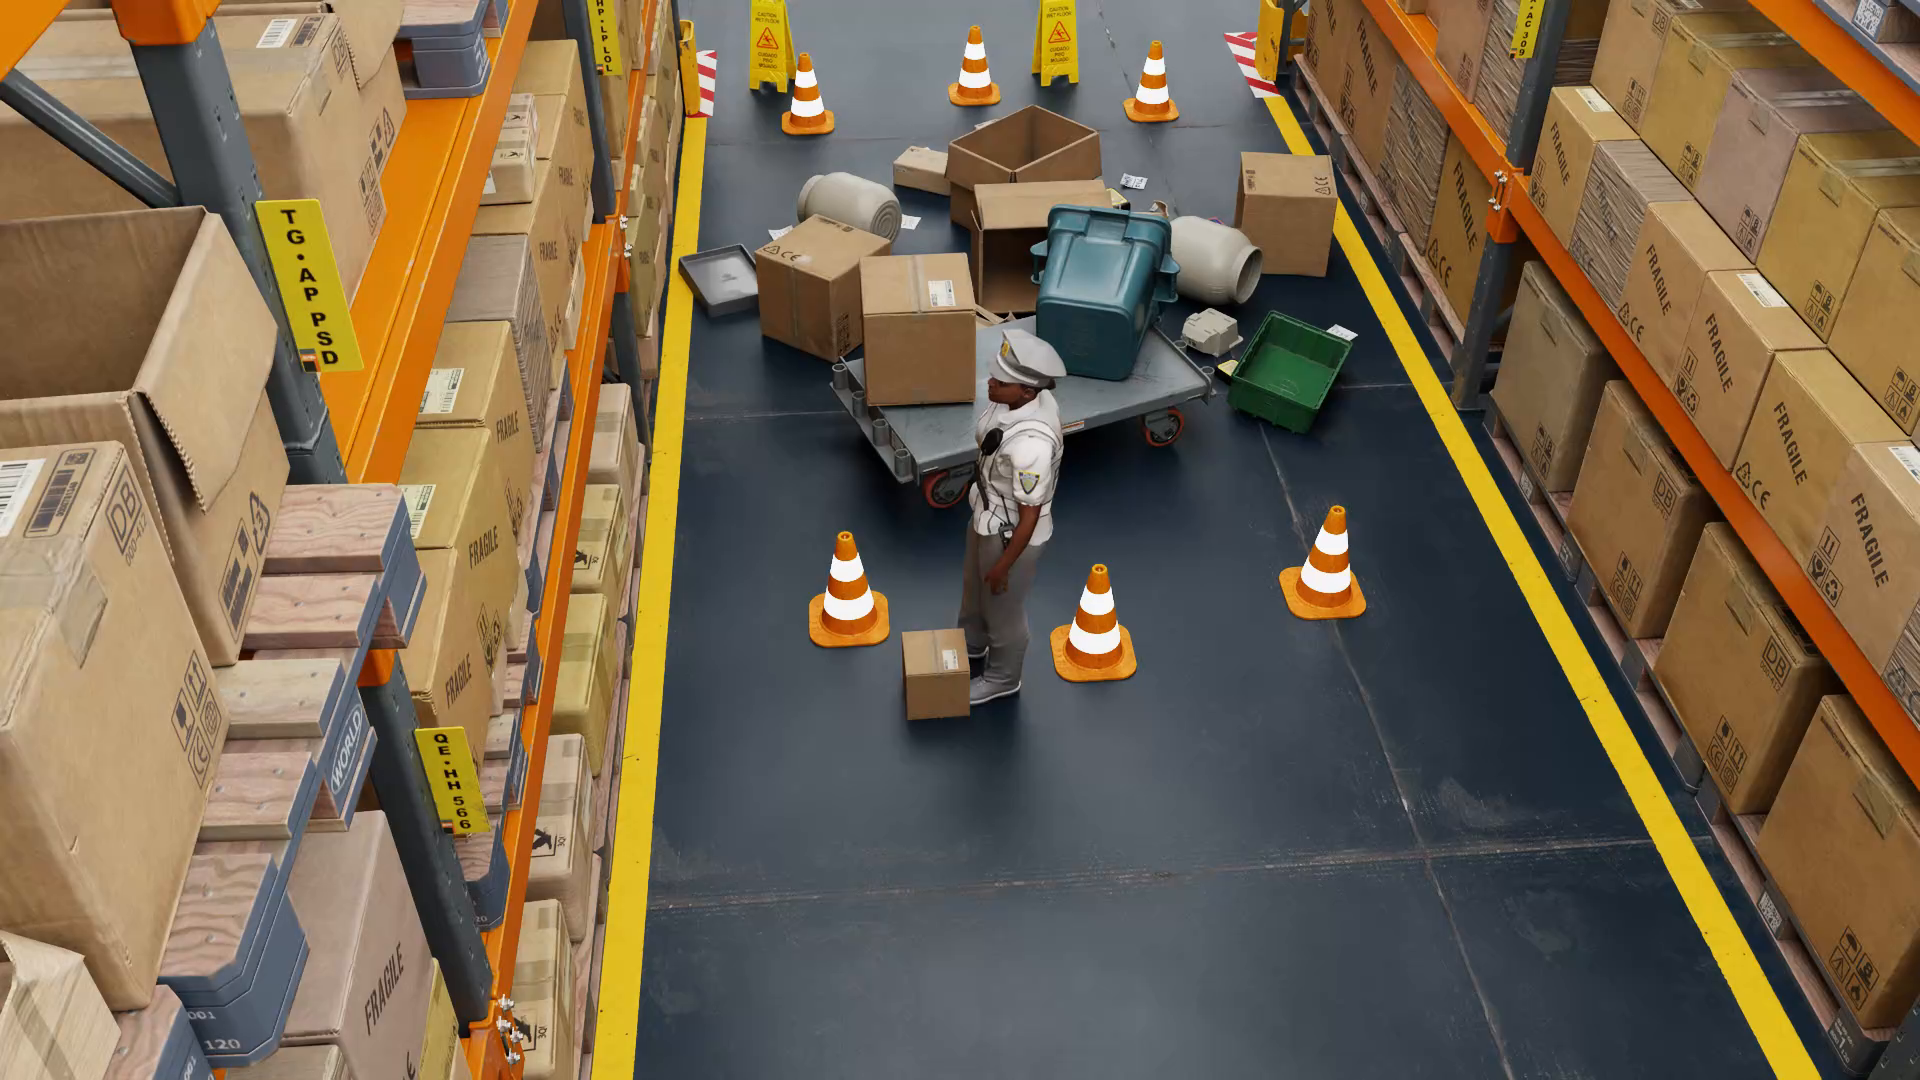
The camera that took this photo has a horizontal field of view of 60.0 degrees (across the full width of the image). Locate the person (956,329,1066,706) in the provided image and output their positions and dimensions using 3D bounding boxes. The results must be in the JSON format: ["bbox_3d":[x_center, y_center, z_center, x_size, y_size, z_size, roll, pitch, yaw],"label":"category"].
[{"bbox_3d":[0.103,-0.065,6.194,0.530,1.695,0.570,-3,39,-4],"label":"person"}]
